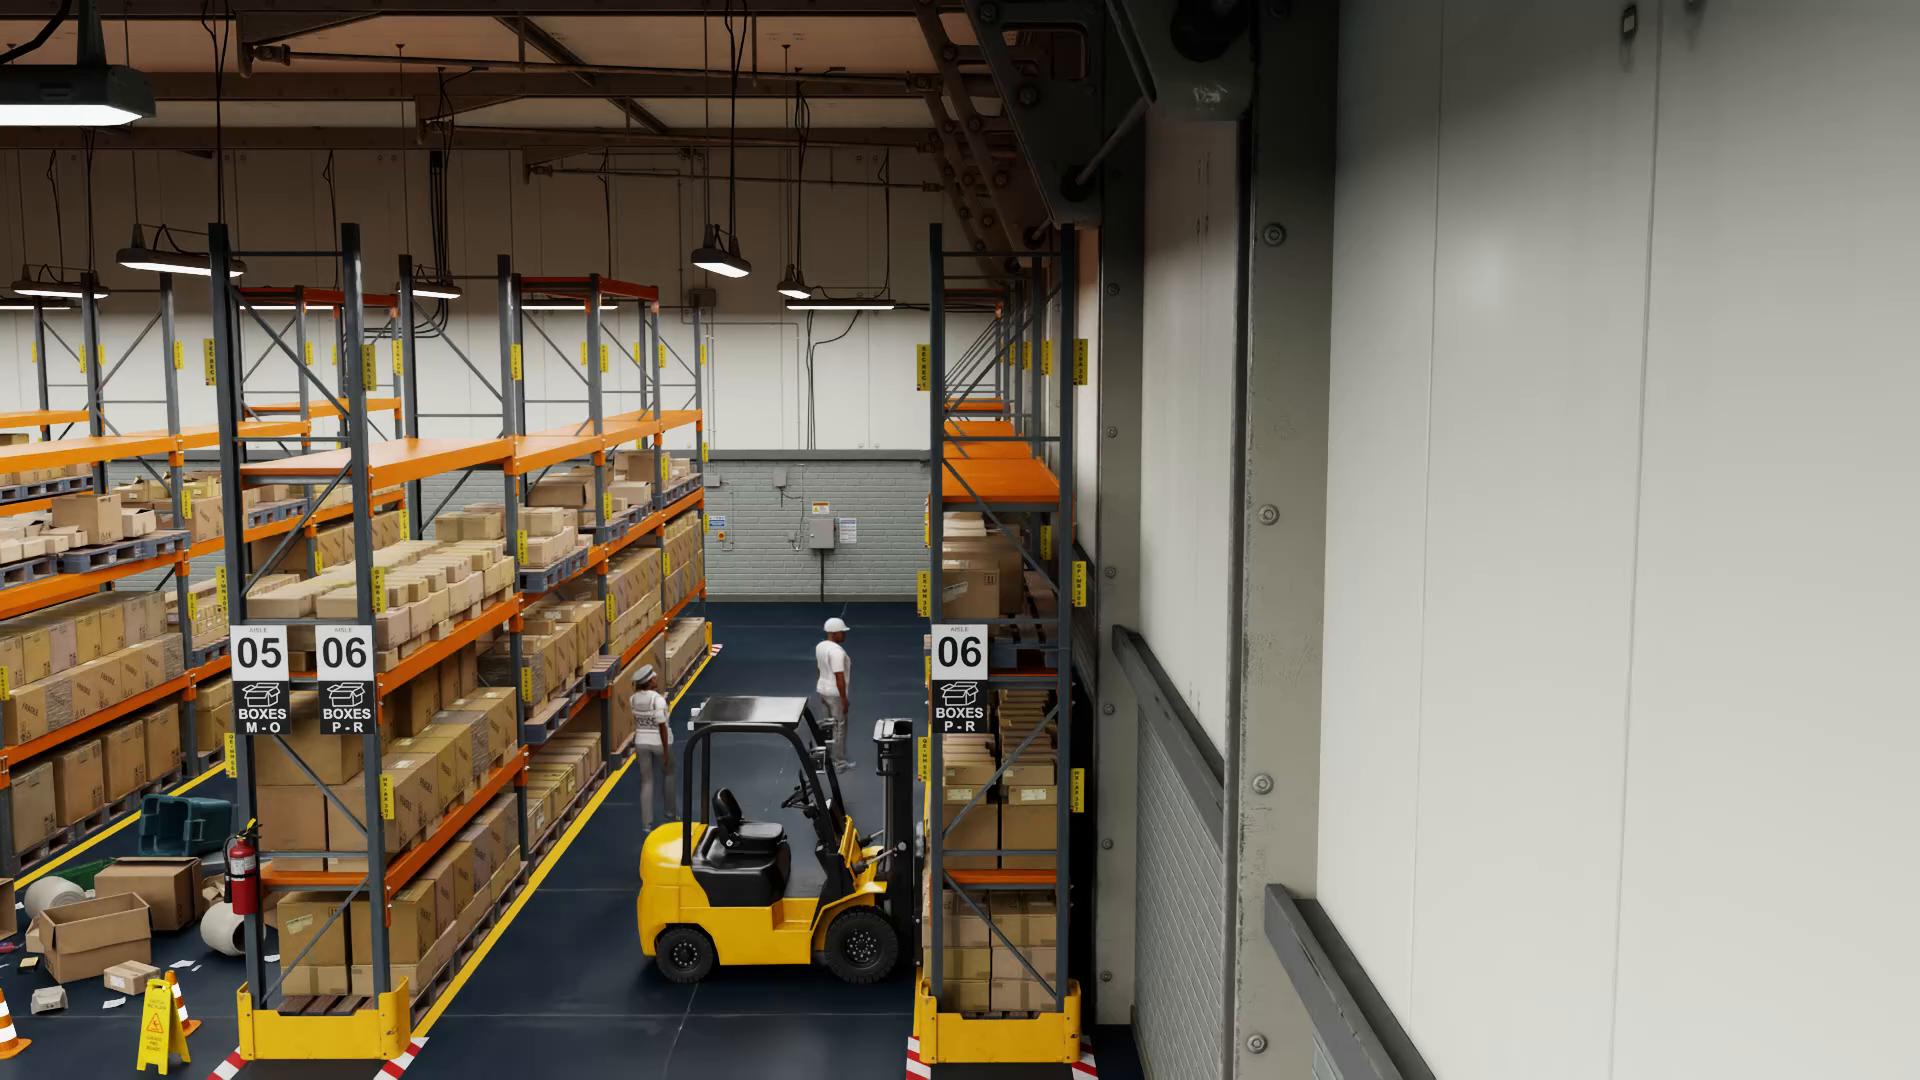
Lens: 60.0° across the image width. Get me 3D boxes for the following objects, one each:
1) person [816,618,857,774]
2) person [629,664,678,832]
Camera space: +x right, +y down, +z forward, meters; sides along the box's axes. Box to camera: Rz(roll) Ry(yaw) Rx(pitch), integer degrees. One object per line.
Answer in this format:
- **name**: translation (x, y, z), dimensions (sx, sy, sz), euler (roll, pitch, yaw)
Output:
- **person**: translation (-1.411, 1.776, 19.100), dimensions (0.417, 1.770, 0.630), euler (-4, 8, -29)
- **person**: translation (-3.111, 2.087, 16.822), dimensions (0.432, 1.714, 0.732), euler (0, 7, -2)
